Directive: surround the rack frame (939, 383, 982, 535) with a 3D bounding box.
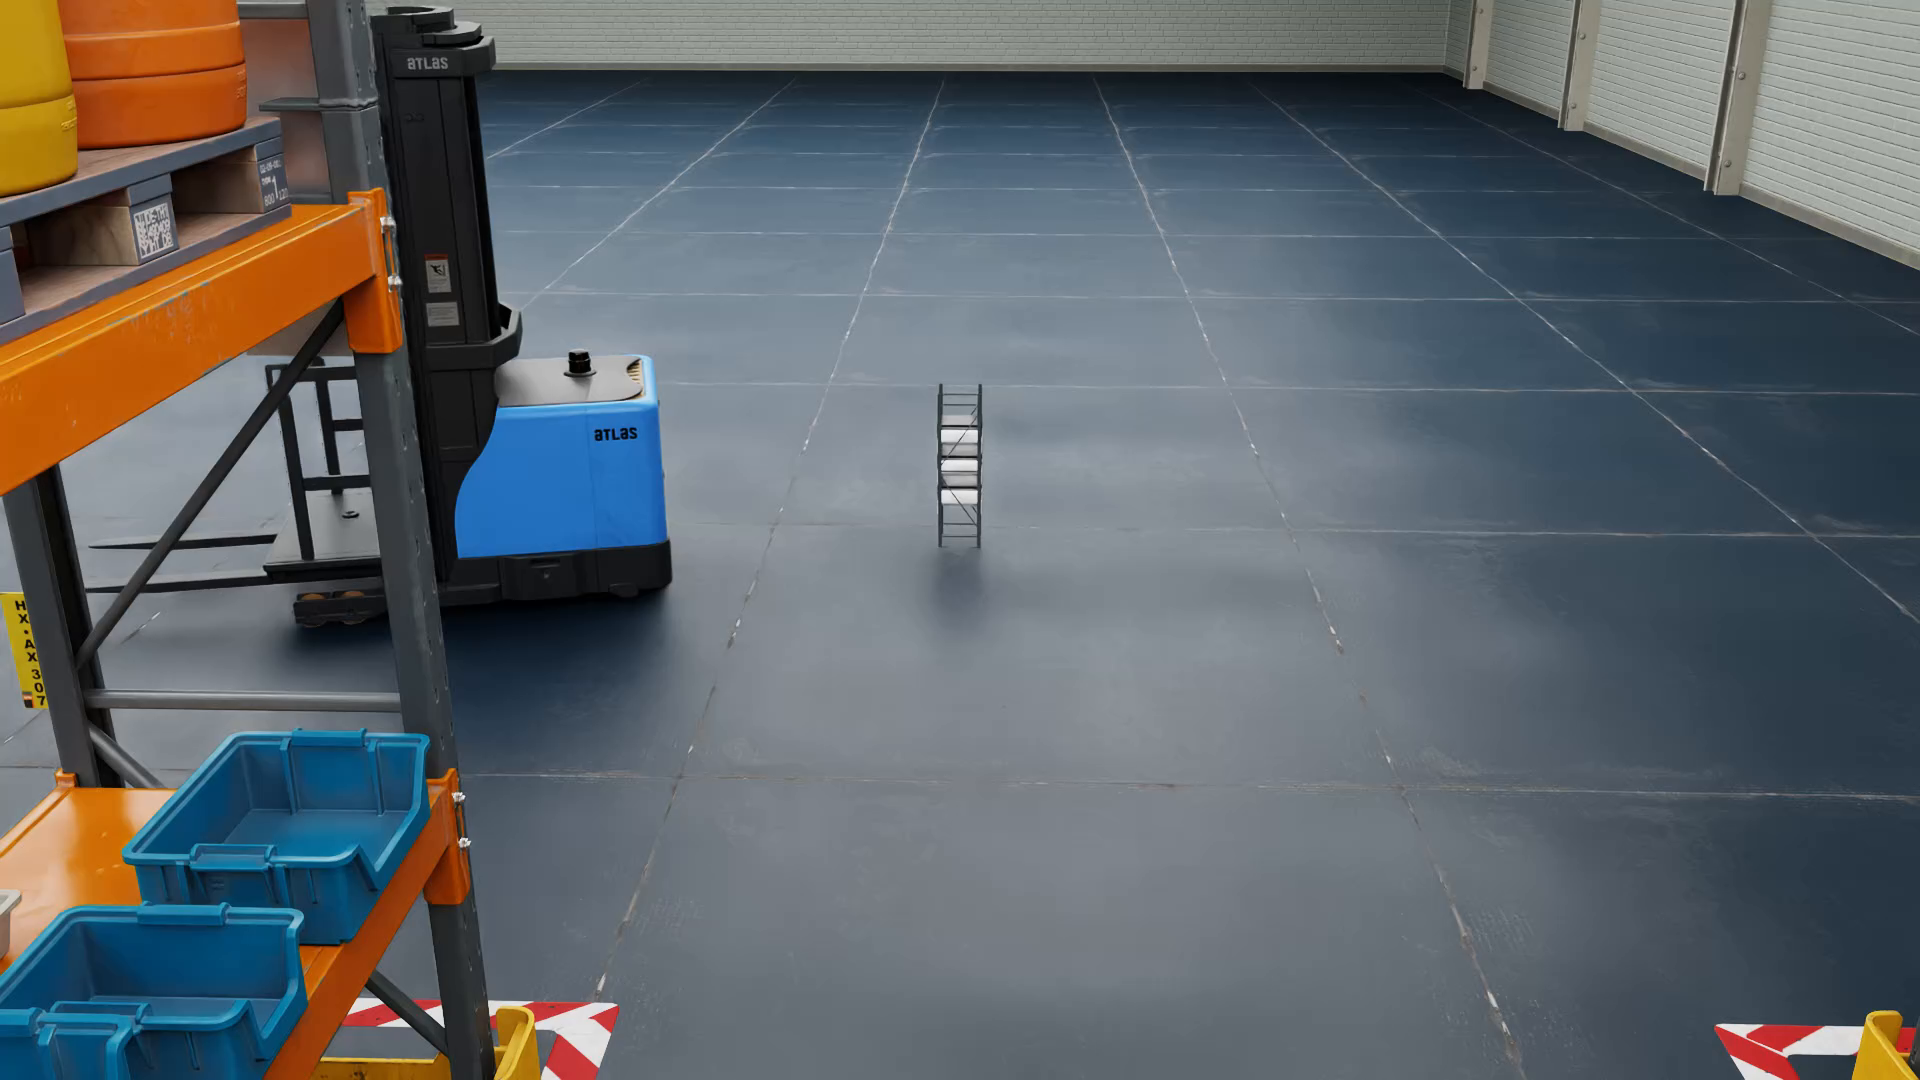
[{"bbox_3d":[0.003,-0.453,9.453,0.240,0.900,0.006,1,21,2],"label":"rack frame"}]

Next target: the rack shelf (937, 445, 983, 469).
[{"bbox_3d":[0.000,-0.469,9.338,0.258,0.077,0.200,1,21,2],"label":"rack shelf"}]

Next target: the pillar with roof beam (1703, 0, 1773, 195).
[{"bbox_3d":[5.161,-8.559,19.147,9.100,9.000,0.400,1,21,2],"label":"pillar with roof beam"}]

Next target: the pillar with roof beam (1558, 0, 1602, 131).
[{"bbox_3d":[5.343,-10.728,24.738,9.100,9.000,0.400,1,21,2],"label":"pillar with roof beam"}]

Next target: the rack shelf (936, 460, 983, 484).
[{"bbox_3d":[0.000,-0.386,9.371,0.258,0.077,0.200,1,21,2],"label":"rack shelf"}]

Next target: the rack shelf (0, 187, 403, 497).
[{"bbox_3d":[-1.890,0.082,2.018,1.077,0.370,4.000,1,21,2],"label":"rack shelf"}]

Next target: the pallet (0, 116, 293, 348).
[{"bbox_3d":[-1.952,-0.590,3.018,1.003,0.211,1.213,1,21,2],"label":"pallet"}]

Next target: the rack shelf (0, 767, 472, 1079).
[{"bbox_3d":[-1.890,1.481,2.561,1.077,0.370,4.000,1,21,2],"label":"rack shelf"}]

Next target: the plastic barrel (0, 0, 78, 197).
[{"bbox_3d":[-1.737,-0.846,2.576,0.600,0.588,0.600,0,21,0],"label":"plastic barrel"}]

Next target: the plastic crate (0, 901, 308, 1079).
[{"bbox_3d":[-1.571,0.910,3.241,0.499,0.251,0.408,1,21,2],"label":"plastic crate"}]

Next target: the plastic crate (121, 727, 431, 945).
[{"bbox_3d":[-1.545,0.676,3.846,0.499,0.251,0.616,1,21,2],"label":"plastic crate"}]

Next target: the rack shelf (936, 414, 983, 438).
[{"bbox_3d":[0.000,-0.637,9.273,0.258,0.077,0.200,1,21,2],"label":"rack shelf"}]

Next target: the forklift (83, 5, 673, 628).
[{"bbox_3d":[-3.089,-1.133,8.397,3.031,2.935,1.130,-4,22,-11],"label":"forklift"}]

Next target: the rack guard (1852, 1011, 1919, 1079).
[{"bbox_3d":[3.122,1.635,4.625,1.175,0.500,0.348,1,21,2],"label":"rack guard"}]

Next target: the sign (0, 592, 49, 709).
[{"bbox_3d":[-2.379,0.285,4.264,0.100,0.325,0.005,1,21,2],"label":"sign"}]

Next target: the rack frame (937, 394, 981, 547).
[{"bbox_3d":[-0.003,-0.380,9.264,0.240,0.900,0.006,1,21,2],"label":"rack frame"}]

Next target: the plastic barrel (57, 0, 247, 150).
[{"bbox_3d":[-1.717,-1.195,3.142,0.600,0.830,0.708,1,21,2],"label":"plastic barrel"}]

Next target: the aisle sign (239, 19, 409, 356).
[{"bbox_3d":[-1.530,-0.813,3.883,0.394,0.787,0.004,1,21,2],"label":"aisle sign"}]

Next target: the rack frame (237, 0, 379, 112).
[{"bbox_3d":[-1.829,-2.375,3.209,1.000,3.000,0.127,1,21,2],"label":"rack frame"}]

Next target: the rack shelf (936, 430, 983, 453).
[{"bbox_3d":[0.000,-0.553,9.306,0.258,0.077,0.200,1,21,2],"label":"rack shelf"}]

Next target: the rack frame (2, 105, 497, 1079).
[{"bbox_3d":[-1.829,0.422,4.294,1.000,3.000,0.127,1,21,2],"label":"rack frame"}]

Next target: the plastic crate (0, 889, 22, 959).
[{"bbox_3d":[-2.178,0.865,3.517,0.298,0.136,0.250,1,21,2],"label":"plastic crate"}]

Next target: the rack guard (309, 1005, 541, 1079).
[{"bbox_3d":[-1.785,1.615,4.674,1.175,0.500,0.348,1,21,2],"label":"rack guard"}]

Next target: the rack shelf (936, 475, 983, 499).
[{"bbox_3d":[0.000,-0.302,9.403,0.258,0.077,0.200,1,21,2],"label":"rack shelf"}]

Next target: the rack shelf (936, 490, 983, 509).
[{"bbox_3d":[0.000,-0.218,9.436,0.258,0.077,0.200,1,21,2],"label":"rack shelf"}]

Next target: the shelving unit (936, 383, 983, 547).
[{"bbox_3d":[0.000,-0.417,9.359,0.258,0.900,0.210,1,21,2],"label":"shelving unit"}]

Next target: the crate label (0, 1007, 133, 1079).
[{"bbox_3d":[-1.615,1.074,2.565,0.502,0.435,0.616,1,21,2],"label":"crate label"}]

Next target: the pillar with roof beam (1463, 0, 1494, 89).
[{"bbox_3d":[5.526,-12.897,30.329,9.100,9.000,0.400,1,21,2],"label":"pillar with roof beam"}]
